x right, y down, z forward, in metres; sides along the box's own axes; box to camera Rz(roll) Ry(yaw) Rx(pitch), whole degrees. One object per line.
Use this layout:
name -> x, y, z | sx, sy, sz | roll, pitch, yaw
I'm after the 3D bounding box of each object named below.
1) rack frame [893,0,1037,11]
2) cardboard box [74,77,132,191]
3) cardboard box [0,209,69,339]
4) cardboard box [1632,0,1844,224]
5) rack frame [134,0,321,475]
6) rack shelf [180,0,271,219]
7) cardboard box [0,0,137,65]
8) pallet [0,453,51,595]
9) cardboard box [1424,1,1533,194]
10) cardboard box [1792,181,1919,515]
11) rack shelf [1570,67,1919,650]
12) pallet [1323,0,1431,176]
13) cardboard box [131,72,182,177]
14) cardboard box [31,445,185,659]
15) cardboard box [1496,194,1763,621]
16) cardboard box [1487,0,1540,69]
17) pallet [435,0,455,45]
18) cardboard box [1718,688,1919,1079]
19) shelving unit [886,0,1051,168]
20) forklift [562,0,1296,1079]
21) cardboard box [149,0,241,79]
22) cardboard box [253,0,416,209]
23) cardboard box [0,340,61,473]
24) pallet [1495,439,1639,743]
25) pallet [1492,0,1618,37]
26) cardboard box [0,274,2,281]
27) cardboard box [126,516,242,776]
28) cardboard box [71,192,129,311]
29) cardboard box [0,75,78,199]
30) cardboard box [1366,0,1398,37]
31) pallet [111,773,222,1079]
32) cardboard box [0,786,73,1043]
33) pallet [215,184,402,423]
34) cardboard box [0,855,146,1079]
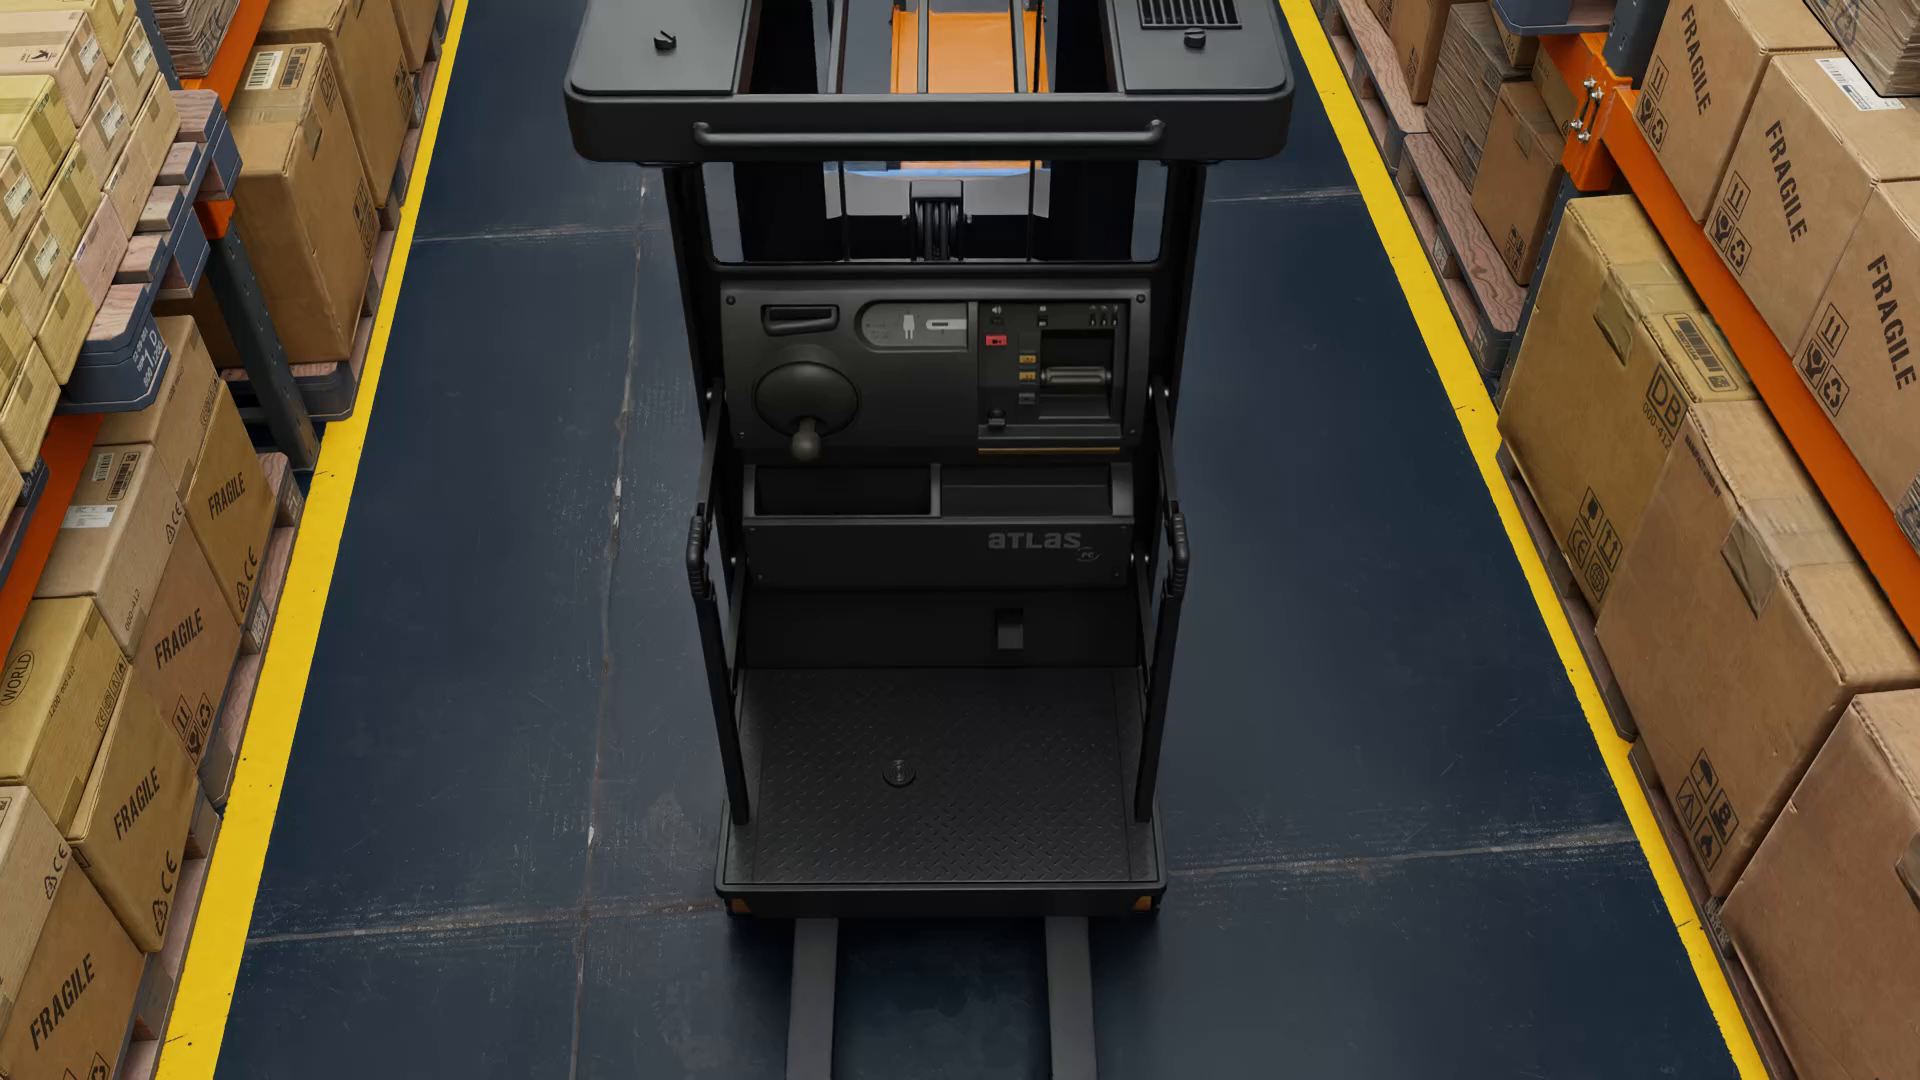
rack frame -> 0.026, -1.522, 5.917 | 0.500, 1.125, 0.032 | 0, 47, 0
cardboard box -> -2.103, -0.903, 3.718 | 0.380, 0.149, 0.250 | -2, 47, -2
cardboard box -> -2.058, -0.531, 3.366 | 0.380, 0.149, 0.250 | -3, 47, -3
cardboard box -> 2.099, -1.160, 4.214 | 0.500, 0.500, 0.500 | -2, 47, -2
rack frame -> -2.622, -1.265, 4.382 | 1.000, 3.000, 0.127 | -3, 47, -3
rack shelf -> -2.789, -2.465, 6.014 | 1.077, 0.370, 4.000 | -3, 47, -3
cardboard box -> -2.124, -1.201, 3.796 | 0.380, 0.149, 0.250 | -5, 47, -5
pallet -> -2.415, 0.231, 3.098 | 1.003, 0.211, 1.213 | -3, 47, -3
cardboard box -> 2.194, -1.669, 6.184 | 0.700, 0.500, 0.500 | -7, 47, -7
cardboard box -> 2.191, -0.416, 3.509 | 0.500, 0.500, 0.500 | -4, 47, -4
rack shelf -> 2.497, 0.201, 3.489 | 1.077, 0.370, 4.000 | -3, 47, -3
pallet -> 2.166, -1.981, 6.981 | 1.003, 0.211, 1.213 | -3, 47, -3
cardboard box -> -2.122, -0.994, 4.009 | 0.380, 0.149, 0.250 | -3, 47, -3
cardboard box -> -2.250, 0.036, 4.066 | 0.500, 0.250, 0.500 | -3, 47, -3
cardboard box -> 2.366, -0.407, 4.743 | 1.225, 0.875, 0.875 | -5, 47, -5
cardboard box -> 2.189, -1.909, 5.894 | 0.500, 0.250, 0.500 | 1, 47, 1
pallet -> -2.817, -2.647, 7.611 | 1.003, 0.211, 1.213 | -3, 47, -3
cardboard box -> 2.515, 0.878, 3.526 | 1.225, 0.875, 0.875 | -5, 47, -5
shelving unit -> 0.030, -1.153, 5.567 | 0.538, 1.125, 1.048 | 0, 47, 0
forklift -> -0.048, -0.274, 3.490 | 1.130, 2.935, 3.031 | 0, 47, 0
cardboard box -> -2.390, -1.641, 4.669 | 0.500, 0.500, 0.500 | -3, 47, -3
cardboard box -> -2.660, -1.714, 6.068 | 1.050, 0.750, 0.750 | -3, 47, -3
cardboard box -> -2.040, -0.253, 3.308 | 0.380, 0.149, 0.250 | -5, 47, -5
pallet -> 2.320, 0.040, 5.066 | 1.003, 0.211, 1.213 | -3, 47, -3
pallet -> 2.164, -1.937, 5.150 | 1.213, 0.211, 1.003 | -3, 47, -3
cardboard box -> -2.043, -0.462, 3.096 | 0.380, 0.149, 0.250 | -3, 47, -3
cardboard box -> -2.266, 0.286, 4.345 | 0.500, 0.500, 0.500 | -2, 47, -2
cardboard box -> -2.081, -0.628, 3.663 | 0.380, 0.149, 0.250 | -3, 47, -3
cardboard box -> -2.083, -0.830, 3.444 | 0.380, 0.149, 0.250 | -2, 47, -2
cardboard box -> 2.093, -2.483, 6.954 | 0.700, 0.500, 0.500 | -7, 47, -7
pallet -> -2.459, 1.140, 4.025 | 1.003, 0.211, 1.213 | -3, 47, -3
cardboard box -> -2.171, 0.781, 3.360 | 0.500, 0.250, 0.500 | -2, 47, -2
pallet -> -2.613, -0.881, 5.939 | 1.003, 0.211, 1.213 | -3, 47, -3
cardboard box -> -2.188, 1.032, 3.639 | 0.500, 0.500, 0.500 | -3, 47, -3
